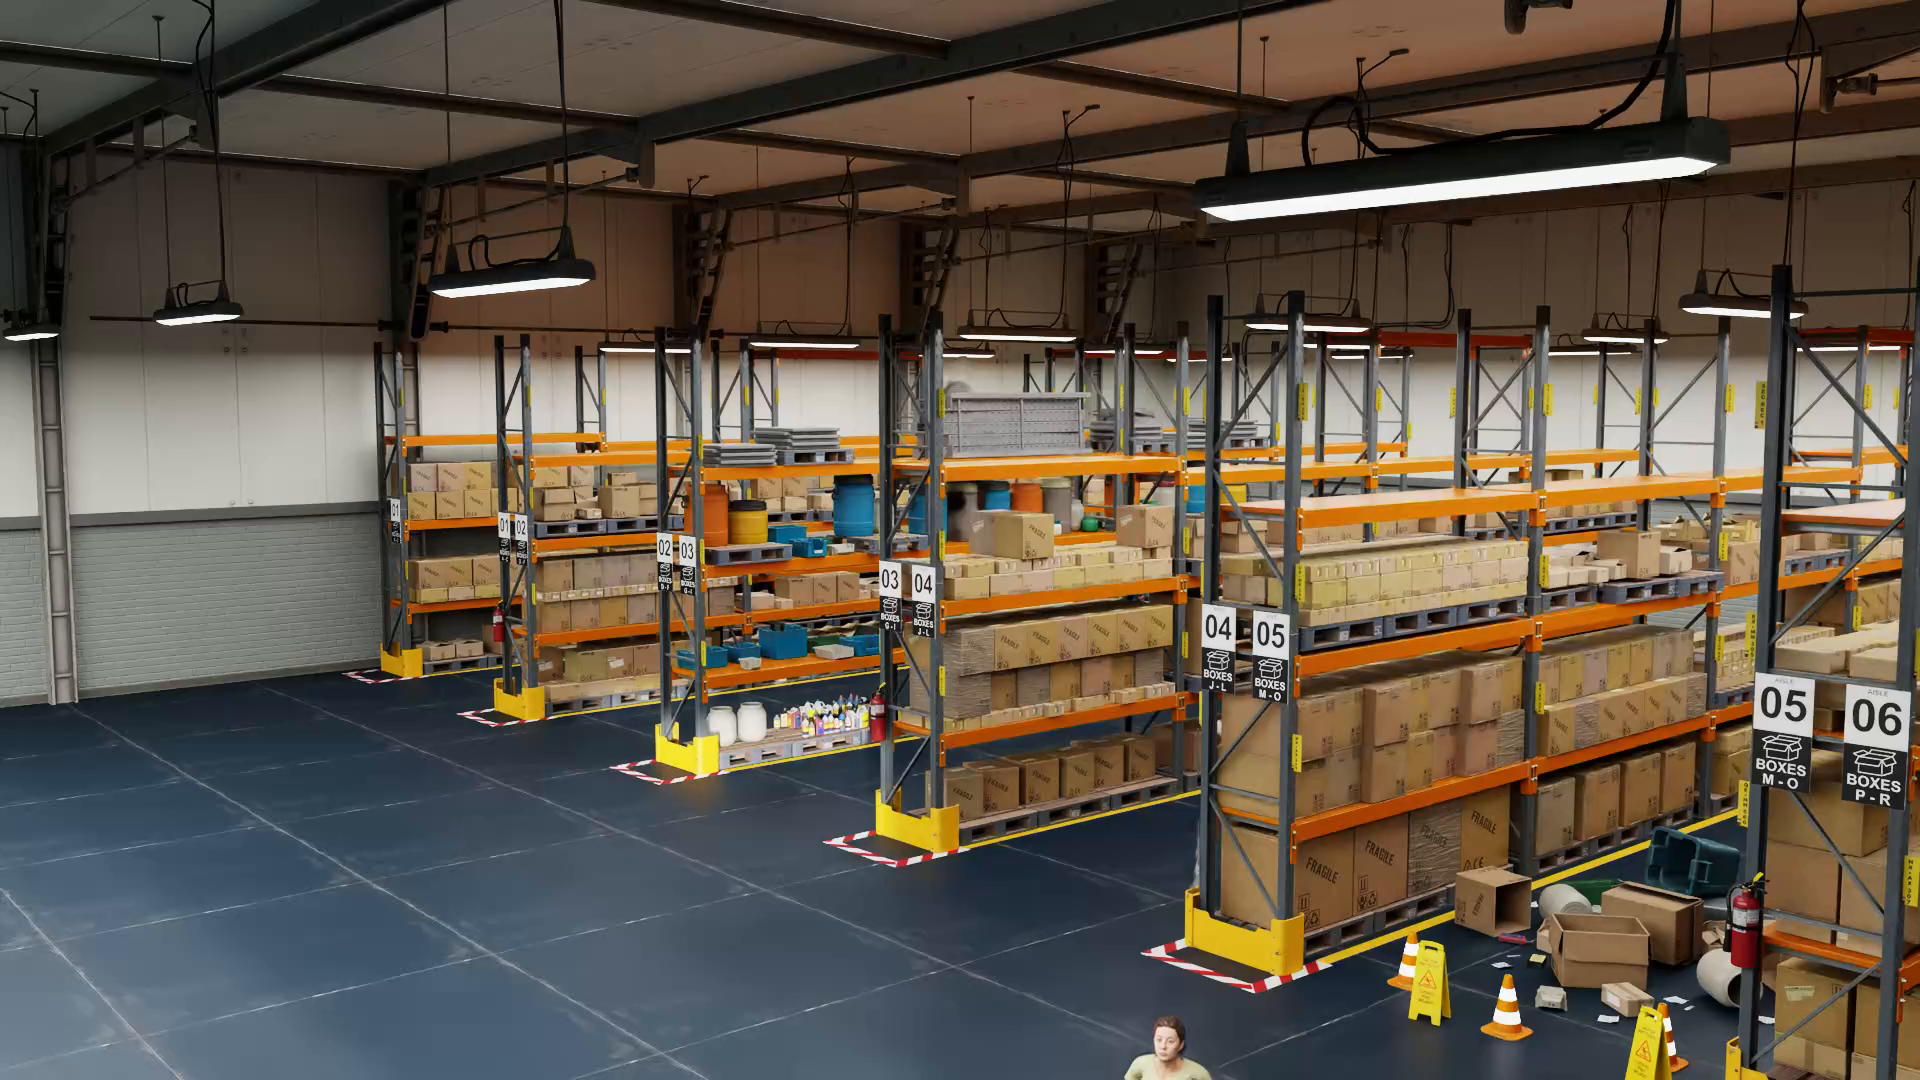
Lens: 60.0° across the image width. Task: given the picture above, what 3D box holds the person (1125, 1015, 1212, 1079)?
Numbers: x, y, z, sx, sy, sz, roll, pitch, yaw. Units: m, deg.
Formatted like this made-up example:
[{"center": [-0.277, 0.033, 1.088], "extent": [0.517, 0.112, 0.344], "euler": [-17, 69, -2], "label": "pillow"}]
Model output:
[{"center": [1.195, 3.495, 9.470], "extent": [0.594, 1.639, 0.540], "euler": [2, 5, 17], "label": "person"}]

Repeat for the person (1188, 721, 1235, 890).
[{"center": [2.780, 2.728, 17.350], "extent": [0.699, 1.769, 1.082], "euler": [5, 7, 43], "label": "person"}]
